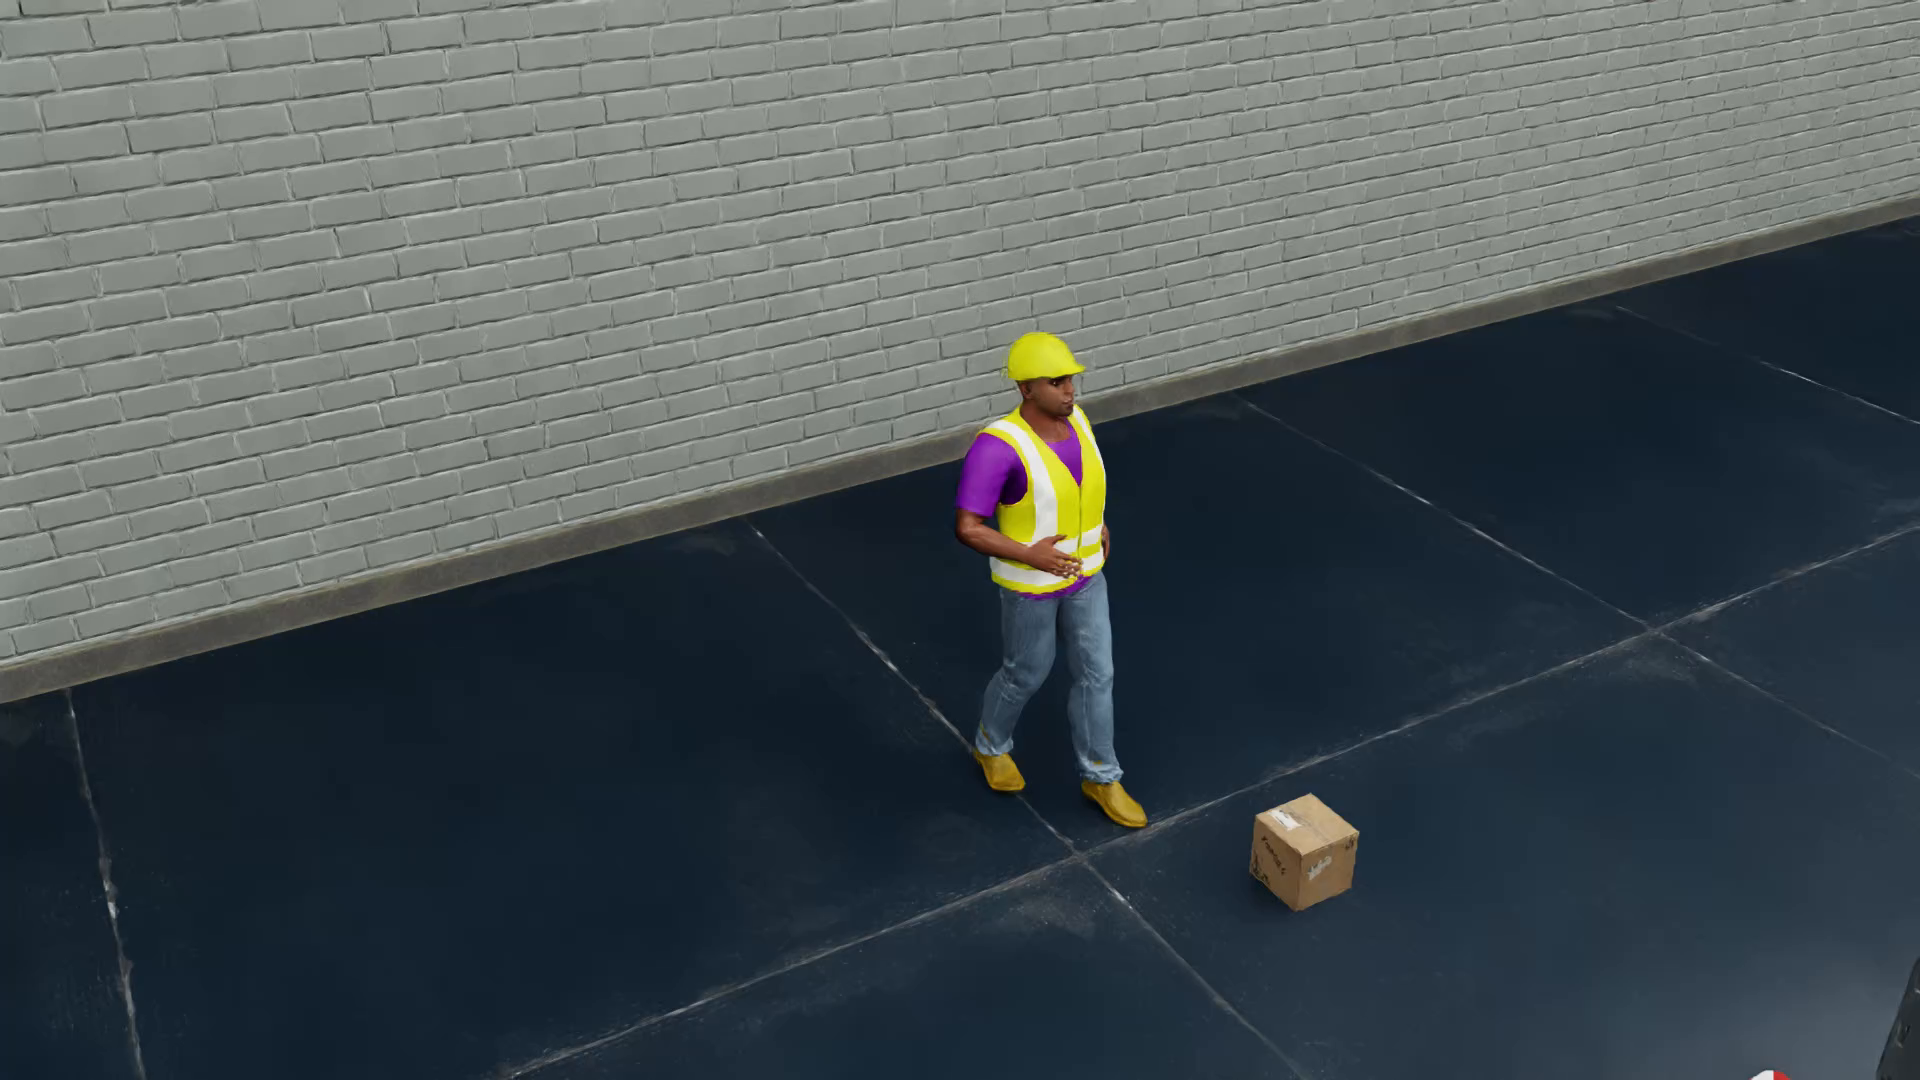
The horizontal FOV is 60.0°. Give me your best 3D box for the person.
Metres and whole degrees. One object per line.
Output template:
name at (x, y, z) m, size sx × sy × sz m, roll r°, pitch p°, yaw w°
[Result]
person at (0.385, 0.162, 5.801) m, size 0.750 × 1.761 × 0.740 m, roll -25°, pitch 37°, yaw -37°
